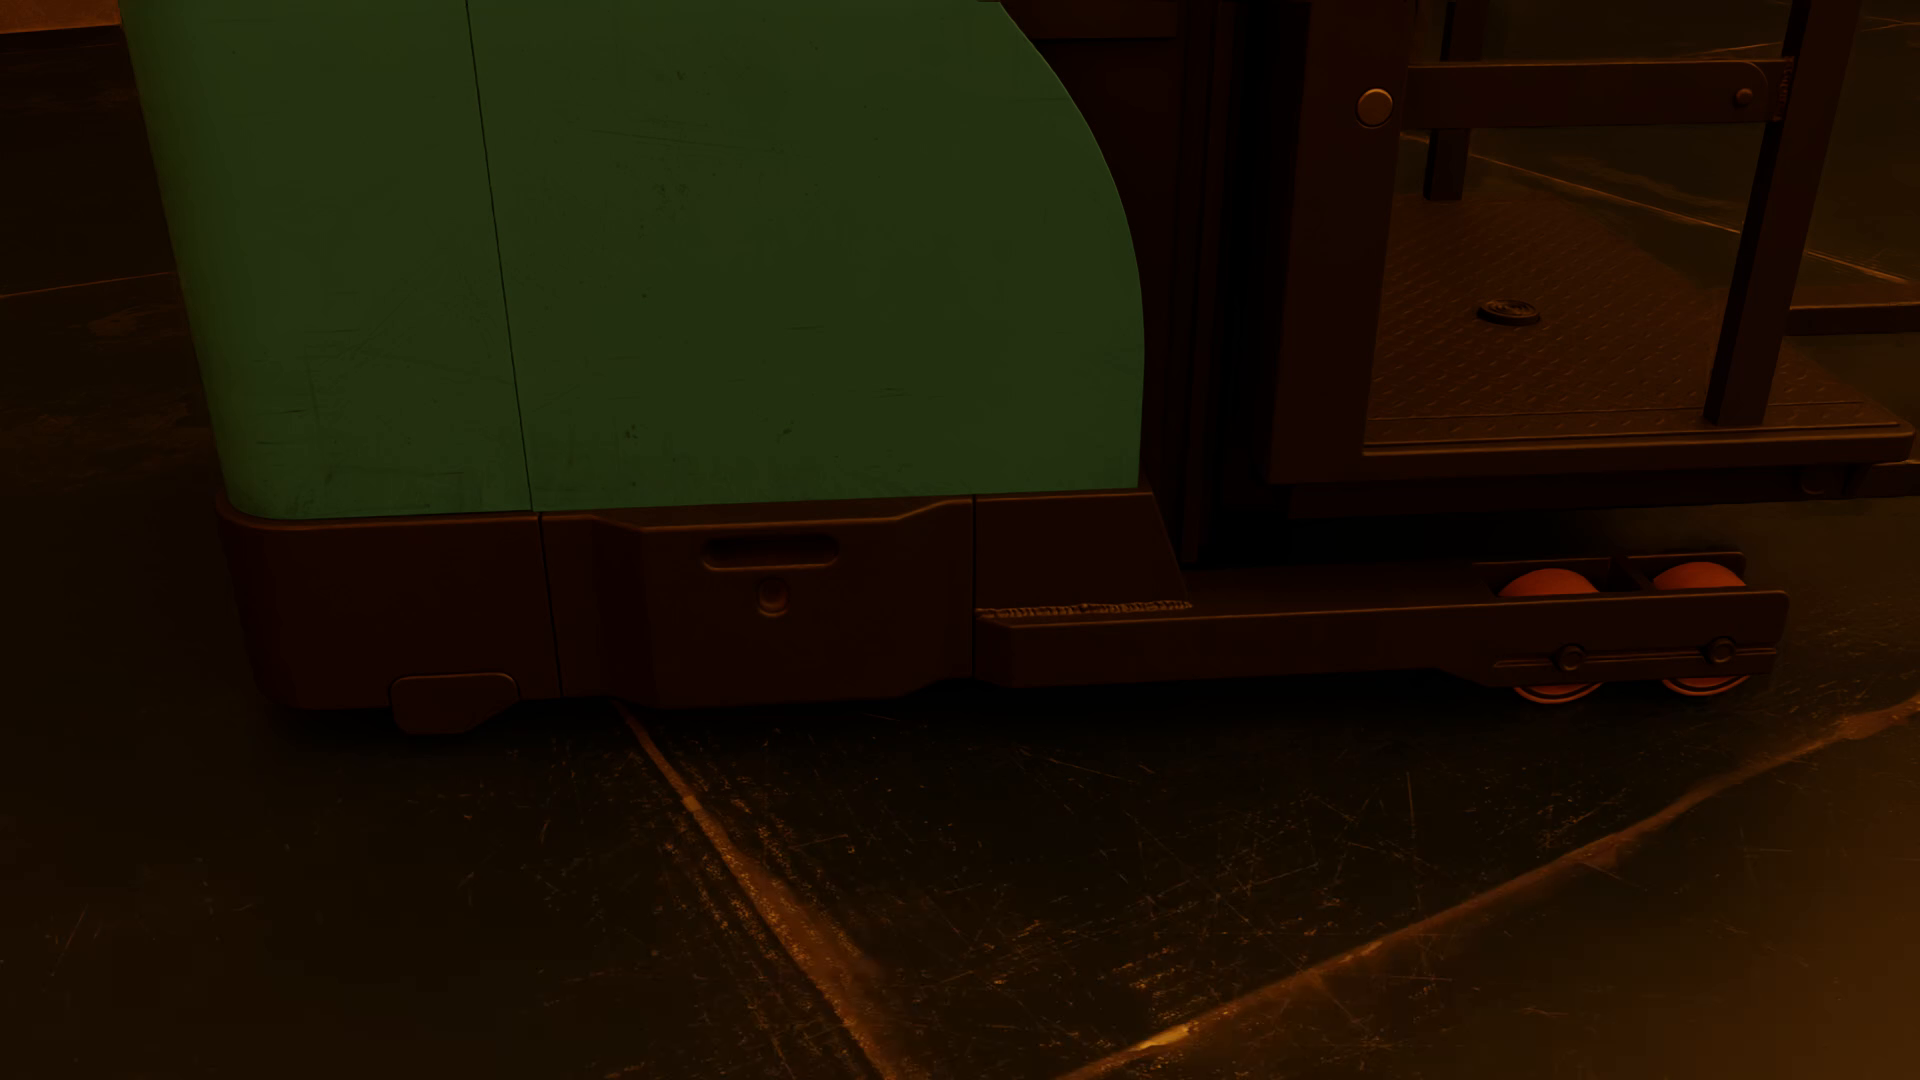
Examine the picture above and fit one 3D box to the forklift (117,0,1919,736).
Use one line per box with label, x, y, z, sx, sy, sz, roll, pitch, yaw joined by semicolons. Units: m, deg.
forklift;0.611;-1.338;1.898;3.031;2.935;1.130;-2;27;-5
